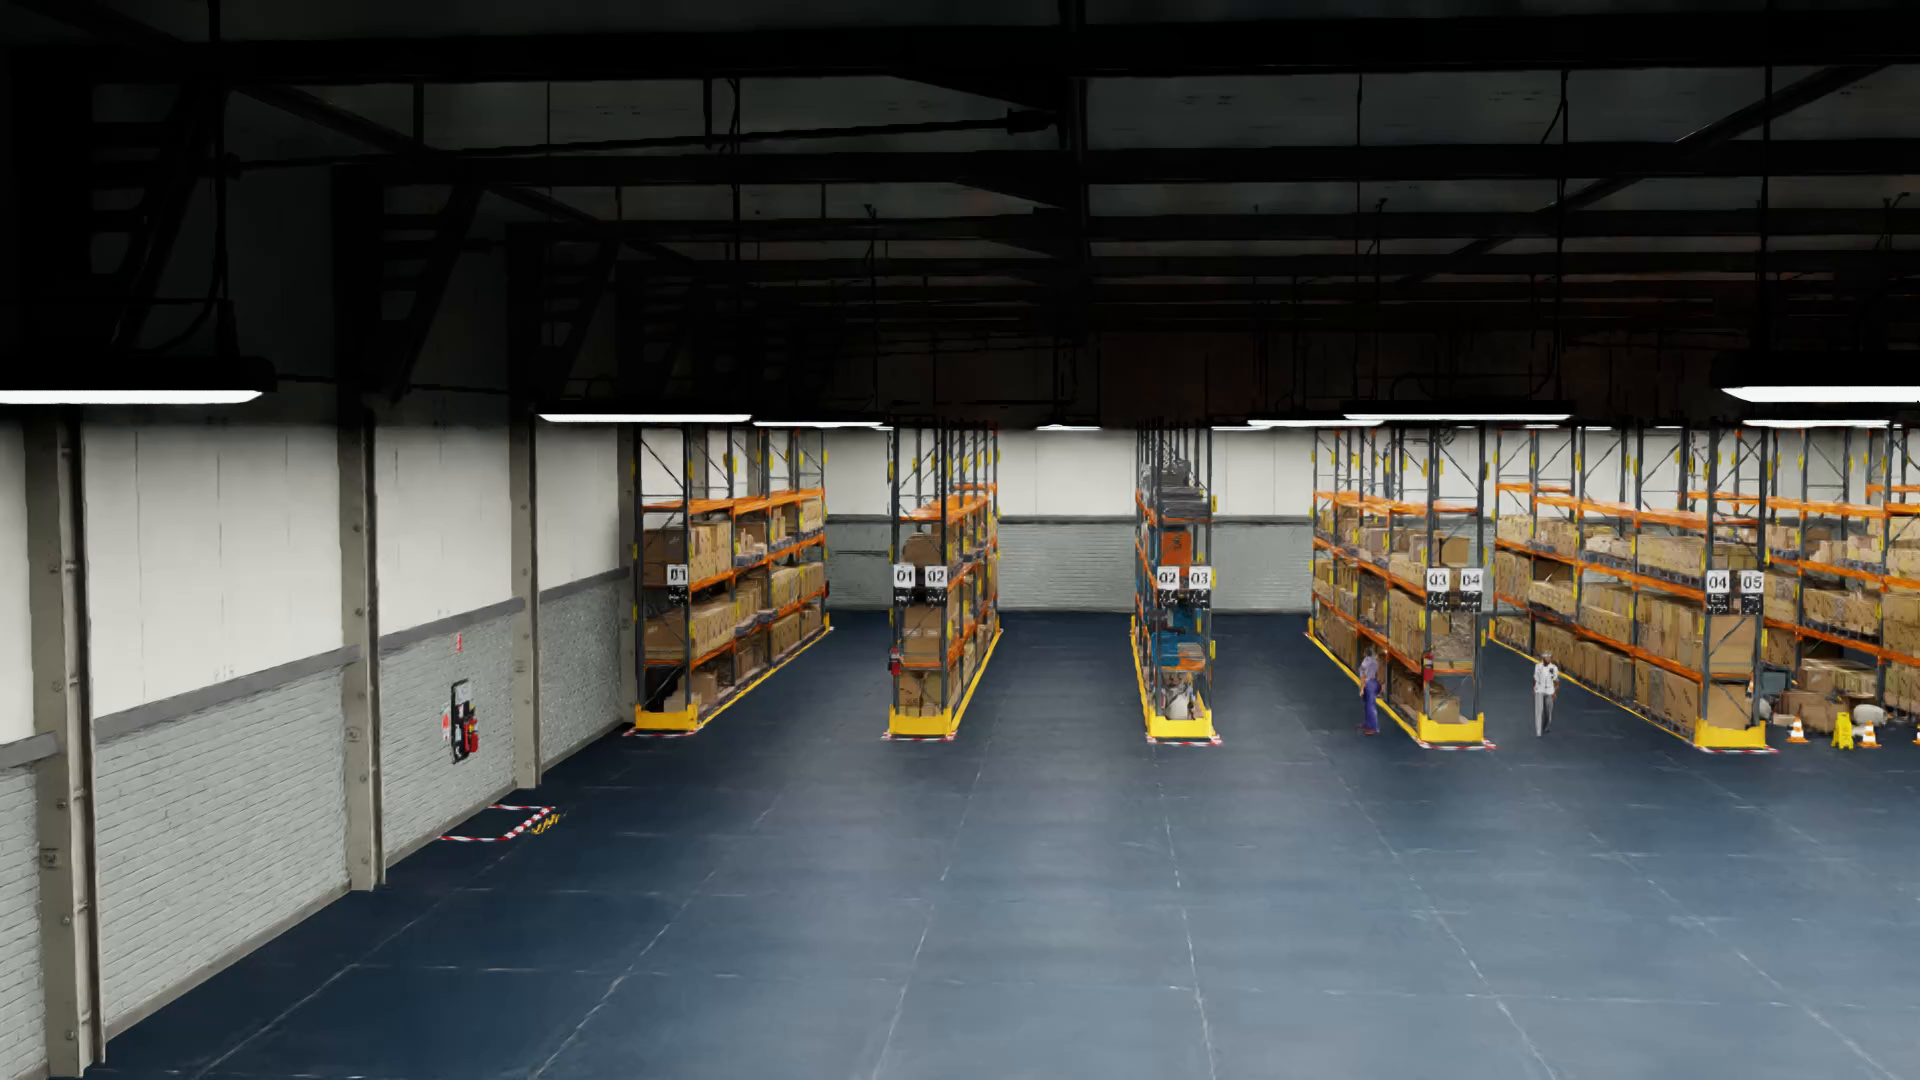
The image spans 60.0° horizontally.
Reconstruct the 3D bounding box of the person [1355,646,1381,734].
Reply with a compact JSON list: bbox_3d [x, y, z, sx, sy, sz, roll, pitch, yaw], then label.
[{"bbox_3d":[7.745,2.831,31.608,0.549,1.632,0.598,3,5,35],"label":"person"}]

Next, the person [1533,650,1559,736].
[{"bbox_3d":[11.009,2.855,31.244,0.441,1.623,0.992,1,4,14],"label":"person"}]

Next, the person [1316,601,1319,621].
[{"bbox_3d":[10.832,1.697,49.251,0.485,1.619,0.947,2,4,29],"label":"person"}]
